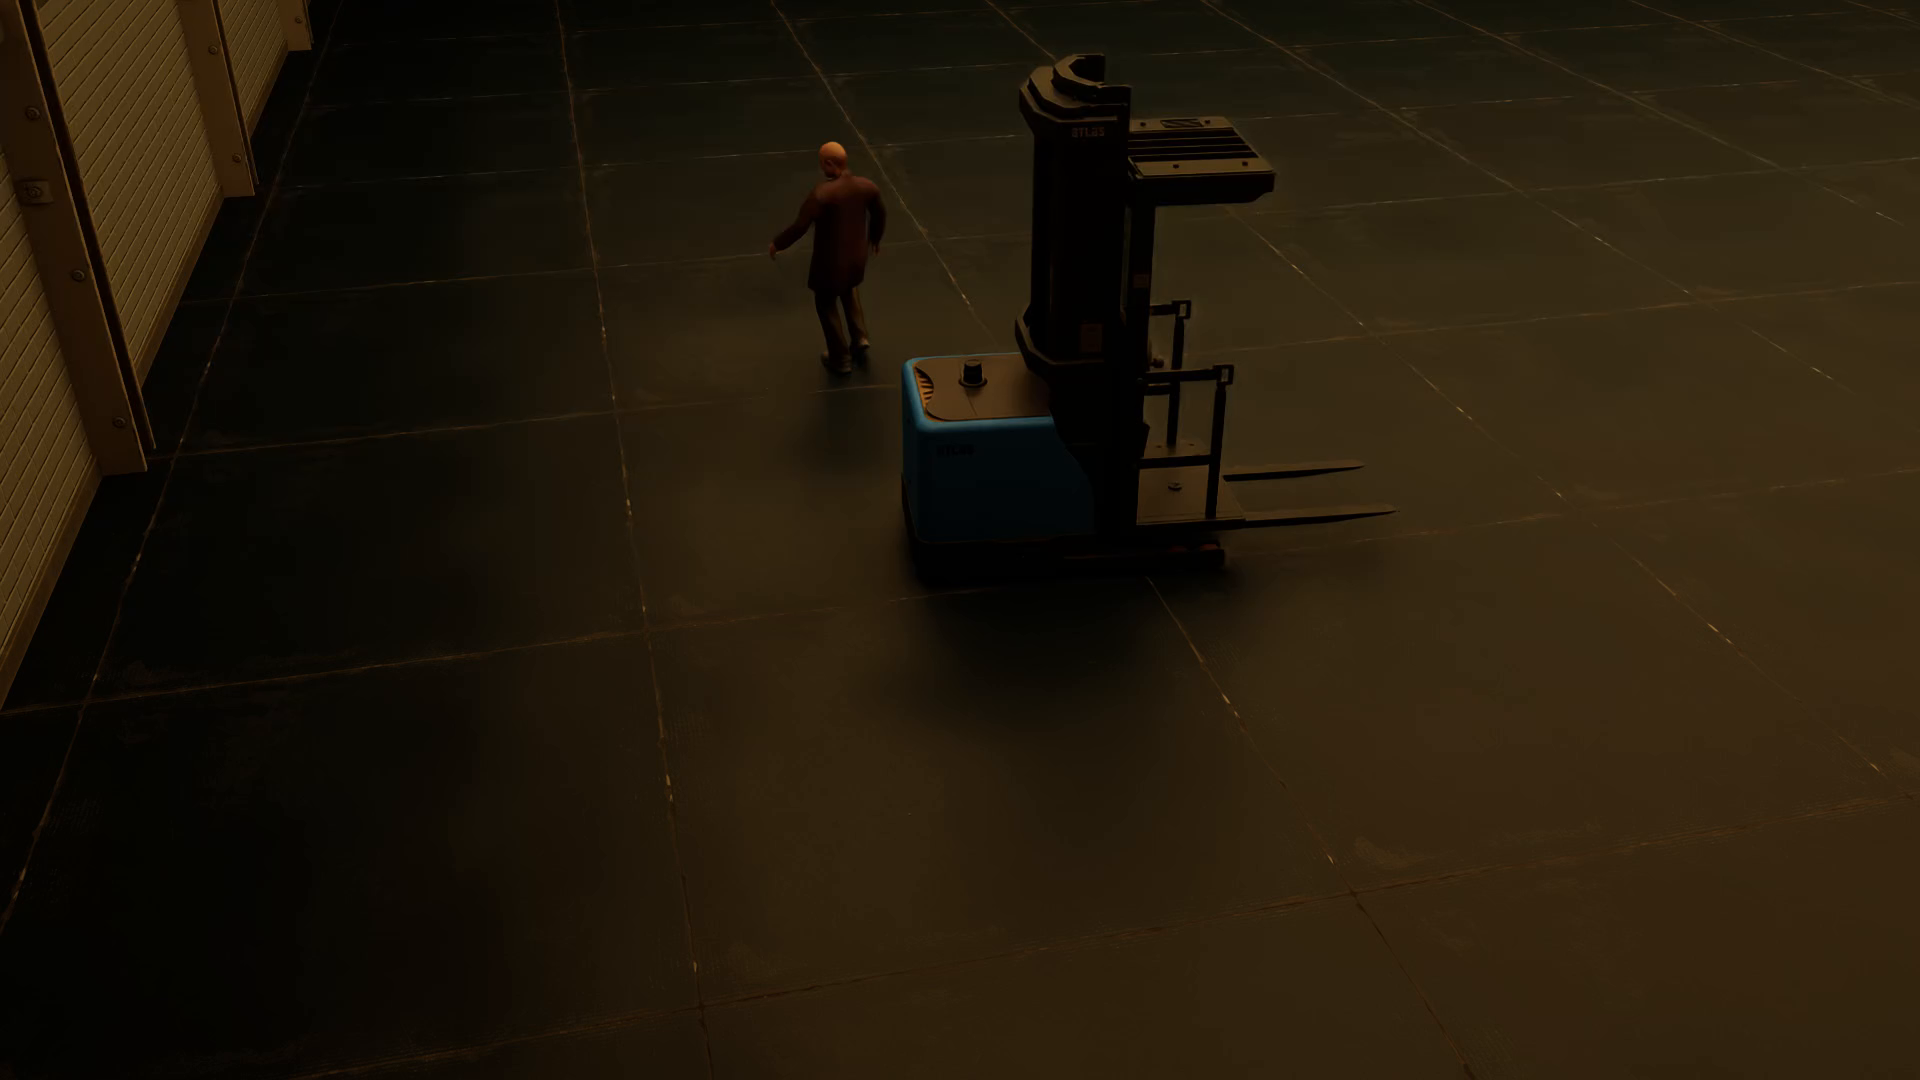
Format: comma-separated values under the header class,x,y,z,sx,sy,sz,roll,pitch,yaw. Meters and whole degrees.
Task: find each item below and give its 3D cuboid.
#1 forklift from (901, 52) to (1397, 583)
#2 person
class,x,y,z,sx,sy,sz,roll,pitch,yaw
forklift,1.183,-1.327,9.867,3.031,2.935,1.130,-4,30,-6
person,-0.946,-2.103,12.425,0.917,1.792,0.486,-17,34,-26
